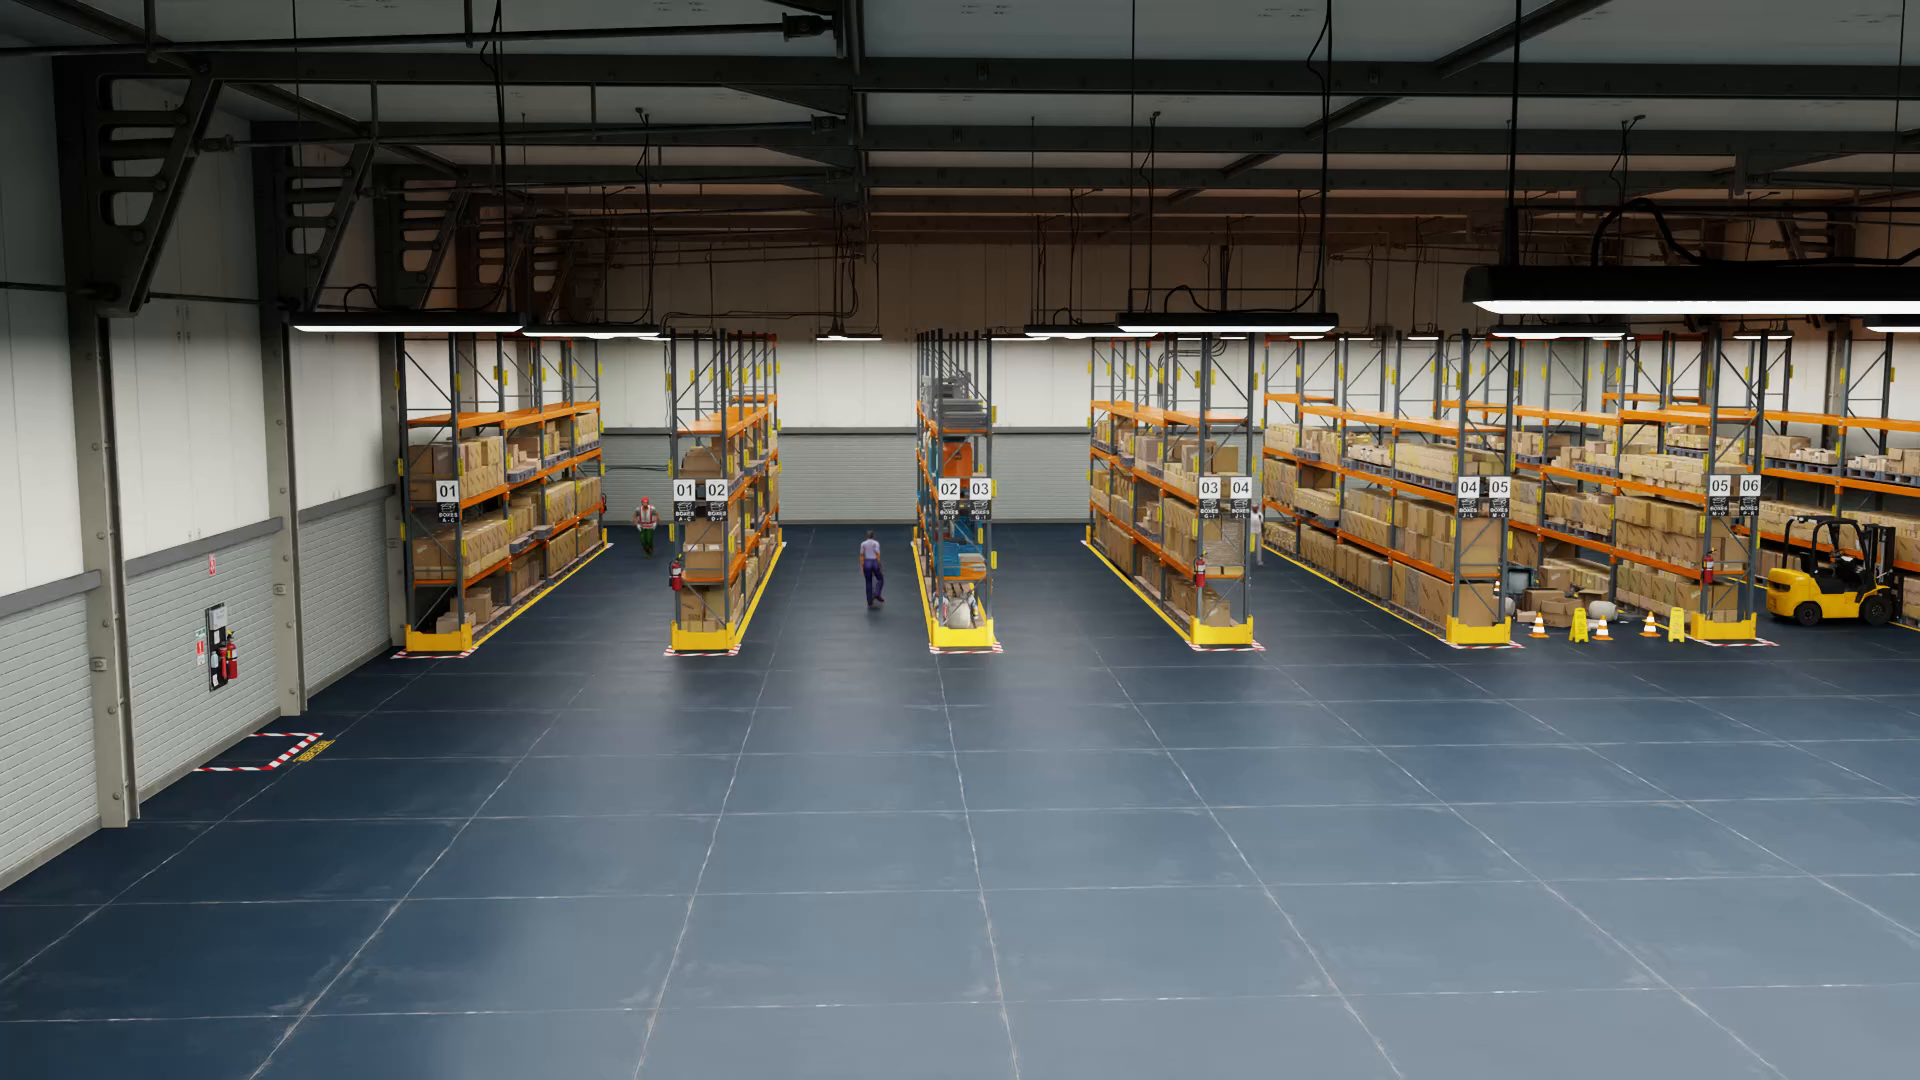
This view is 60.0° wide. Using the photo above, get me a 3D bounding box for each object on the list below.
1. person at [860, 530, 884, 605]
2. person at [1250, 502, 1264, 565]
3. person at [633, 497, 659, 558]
[{"bbox_3d":[-1.933,0.603,36.545,0.547,1.637,0.463,1,7,5],"label":"person"},{"bbox_3d":[7.665,-0.188,43.212,0.552,1.619,1.051,-1,7,-4],"label":"person"},{"bbox_3d":[-8.379,-0.326,44.329,0.647,1.680,0.657,0,7,4],"label":"person"}]
